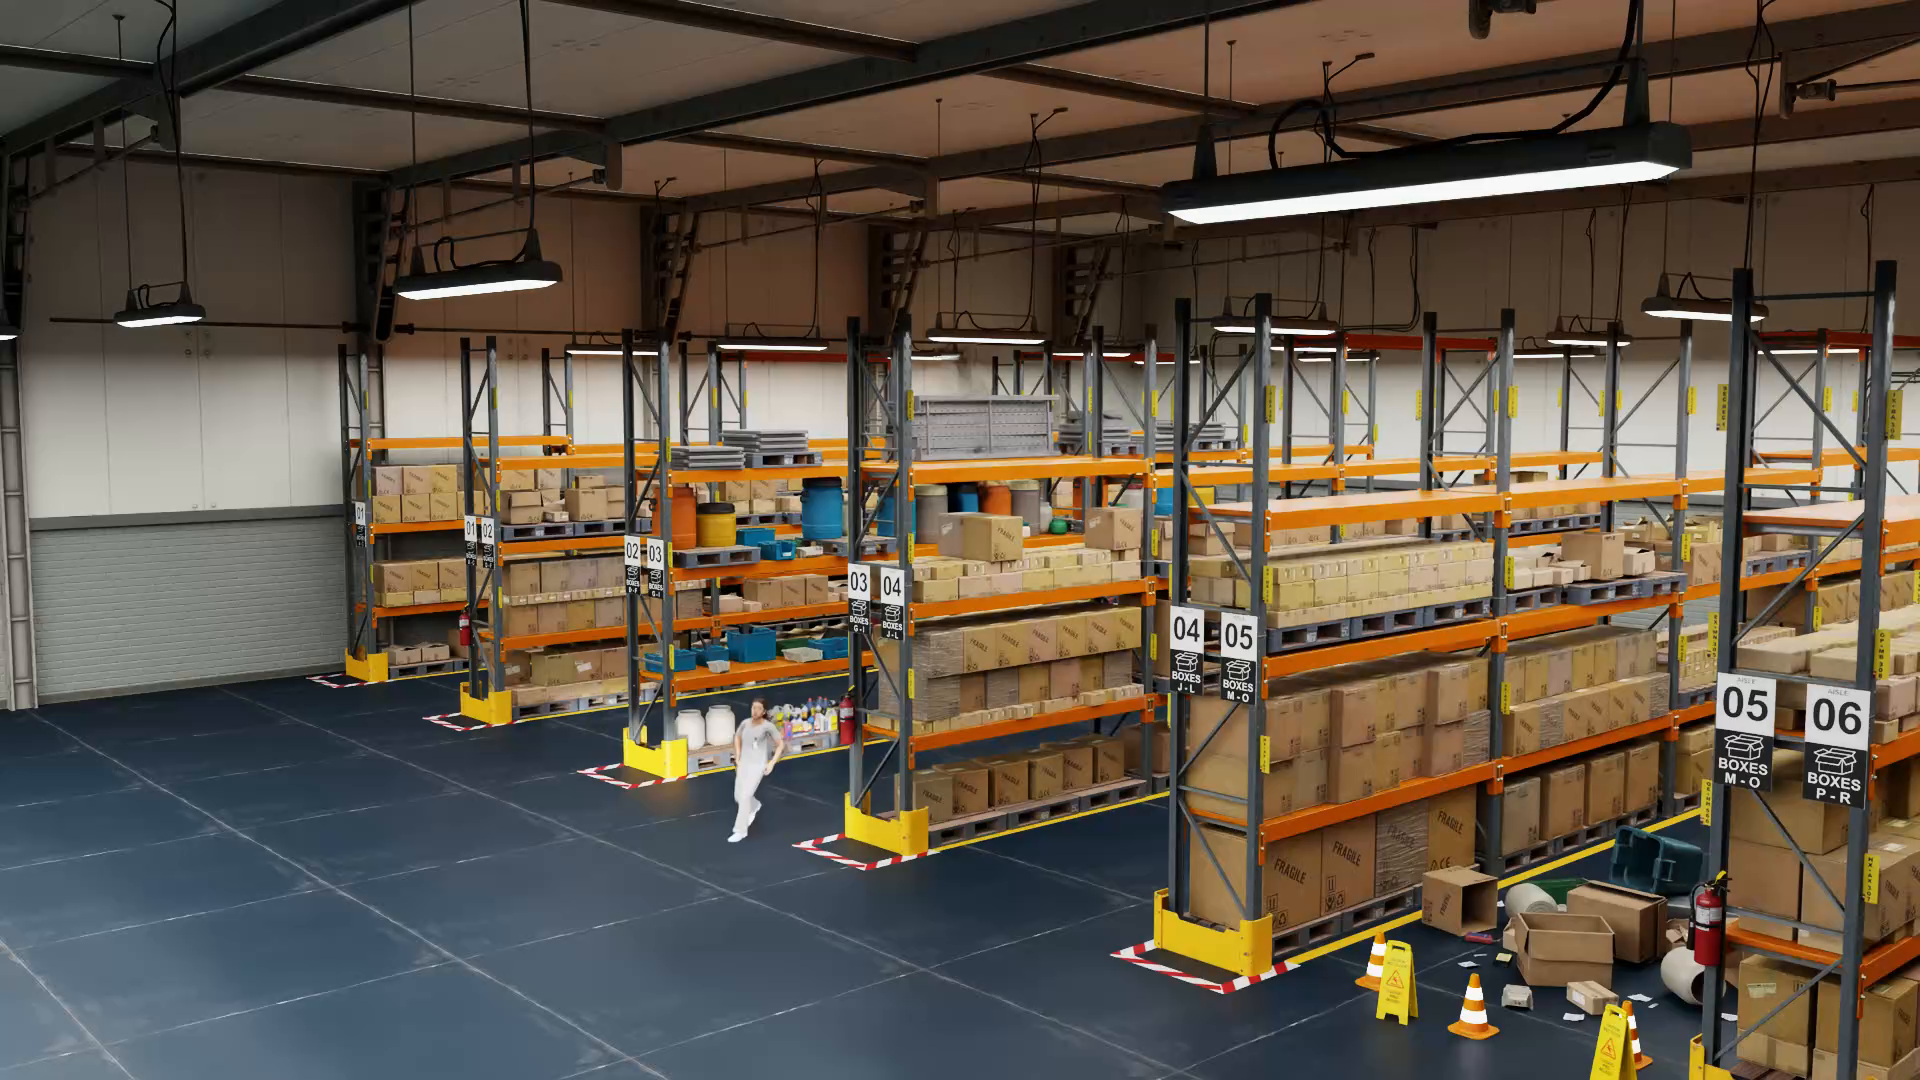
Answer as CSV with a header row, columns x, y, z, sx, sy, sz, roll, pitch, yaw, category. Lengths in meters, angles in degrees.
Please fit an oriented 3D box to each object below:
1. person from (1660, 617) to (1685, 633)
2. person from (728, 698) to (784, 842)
x,y,z,sx,sy,sz,roll,pitch,yaw,category
11.489,1.999,26.648,0.619,1.686,0.909,5,7,44,person
-2.337,2.642,19.274,0.625,1.635,0.742,2,6,22,person
